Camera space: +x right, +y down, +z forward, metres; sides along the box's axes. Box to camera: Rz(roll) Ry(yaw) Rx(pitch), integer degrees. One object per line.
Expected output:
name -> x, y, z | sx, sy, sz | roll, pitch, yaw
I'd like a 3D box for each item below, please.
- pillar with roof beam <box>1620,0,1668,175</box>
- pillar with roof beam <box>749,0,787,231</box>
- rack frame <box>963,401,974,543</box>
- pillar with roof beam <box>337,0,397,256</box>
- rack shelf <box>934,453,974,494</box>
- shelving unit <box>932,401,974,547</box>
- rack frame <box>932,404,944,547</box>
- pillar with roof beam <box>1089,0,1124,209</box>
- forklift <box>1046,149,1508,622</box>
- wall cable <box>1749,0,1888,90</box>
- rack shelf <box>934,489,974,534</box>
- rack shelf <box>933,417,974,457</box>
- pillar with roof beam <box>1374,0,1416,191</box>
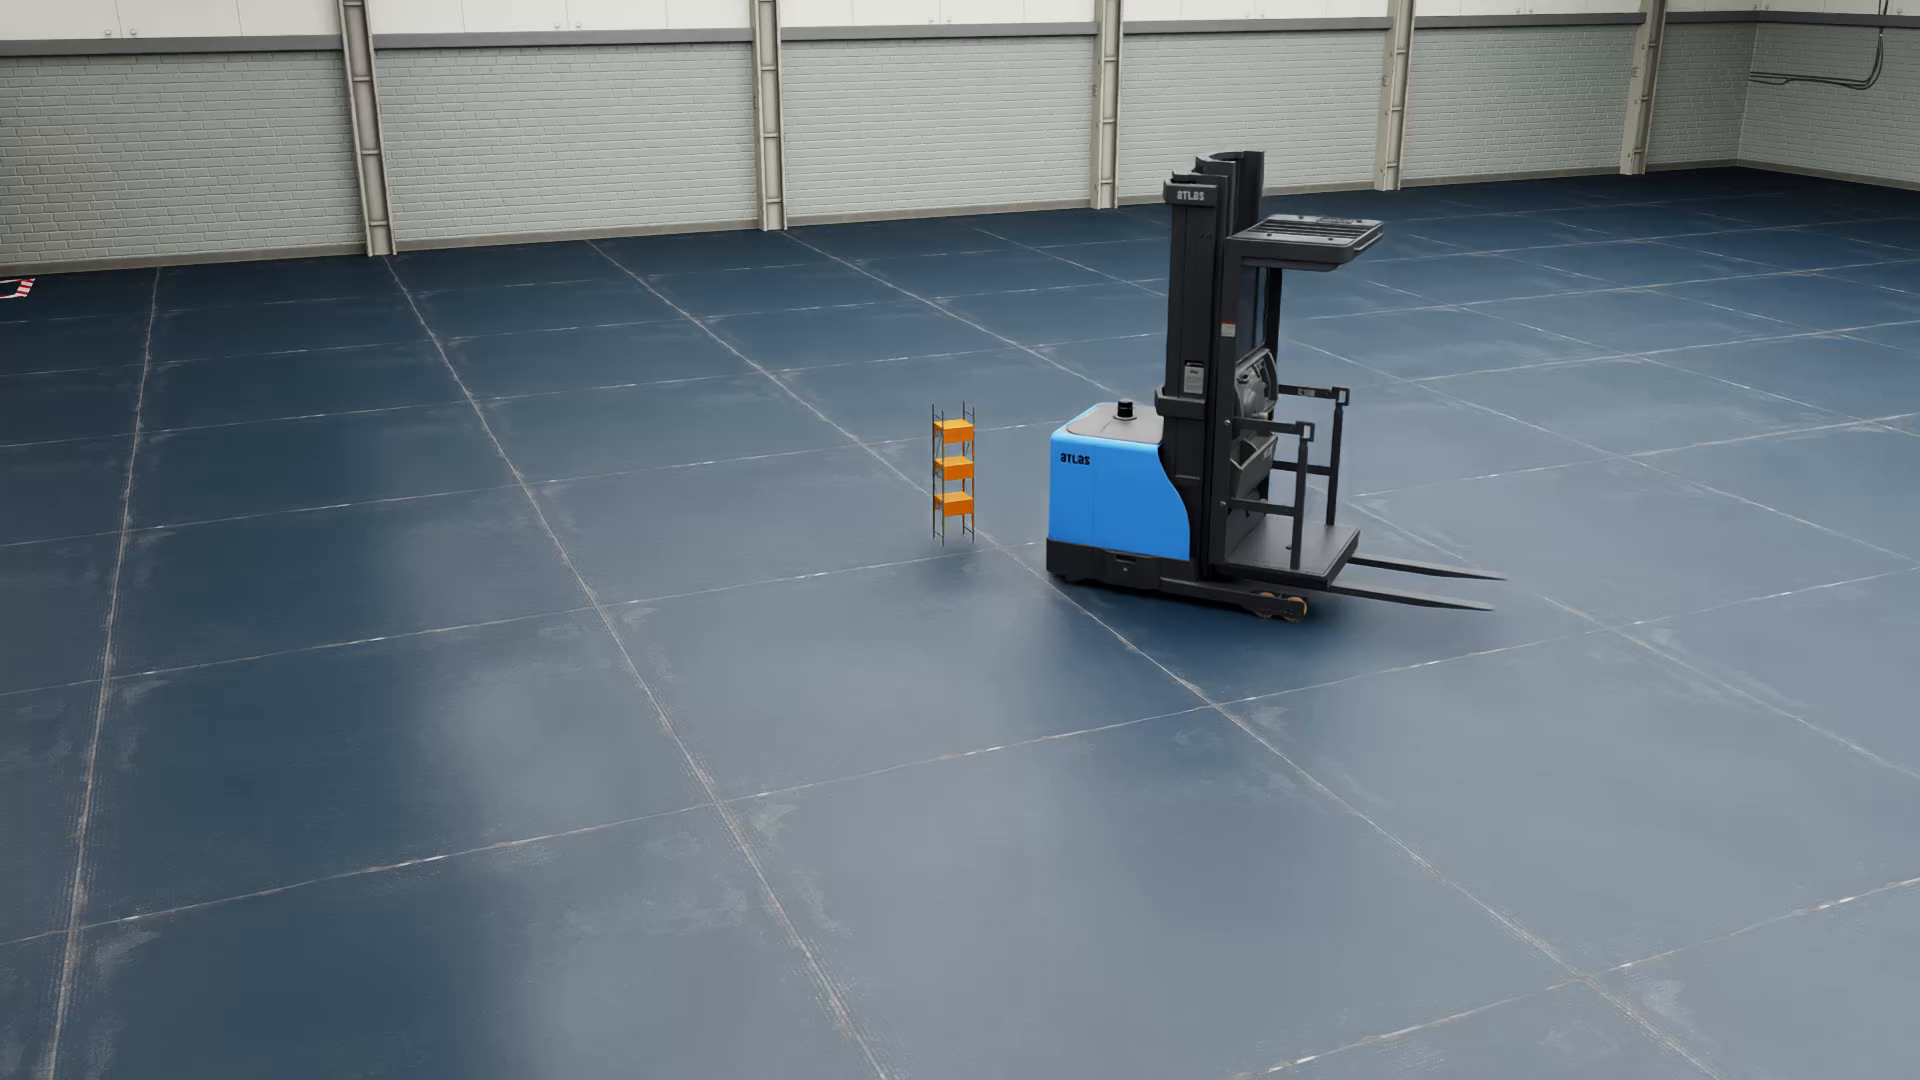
pillar with roof beam -> 15.221, -10.307, 28.244 | 0.400, 9.000, 9.100 | -8, 21, -22
pillar with roof beam -> -1.306, -7.939, 21.519 | 0.400, 9.000, 9.100 | -8, 21, -22
rack frame -> 0.063, -0.504, 12.373 | 0.008, 1.050, 0.200 | -8, 21, -22
pillar with roof beam -> -6.815, -7.149, 19.277 | 0.400, 9.000, 9.100 | -8, 21, -22
rack shelf -> -0.049, -0.478, 12.331 | 0.240, 0.259, 0.215 | -8, 21, -22
shelving unit -> -0.049, -0.488, 12.328 | 0.252, 1.050, 0.215 | -8, 21, -22
rack frame -> -0.161, -0.472, 12.282 | 0.008, 1.050, 0.200 | -8, 21, -22
pillar with roof beam -> 4.203, -8.728, 23.761 | 0.400, 9.000, 9.100 | -8, 21, -22
forklift -> 2.164, -1.040, 11.063 | 3.031, 2.935, 1.130 | 9, 21, 24
wall cable -> 16.745, -10.139, 32.444 | 0.112, 2.526, 3.097 | -8, 21, -22
rack shelf -> -0.049, -0.216, 12.424 | 0.240, 0.259, 0.215 | -8, 21, -22
rack shelf -> -0.049, -0.746, 12.237 | 0.240, 0.259, 0.215 | -8, 21, -22
pillar with roof beam -> 9.712, -9.517, 26.002 | 0.400, 9.000, 9.100 | -8, 21, -22
